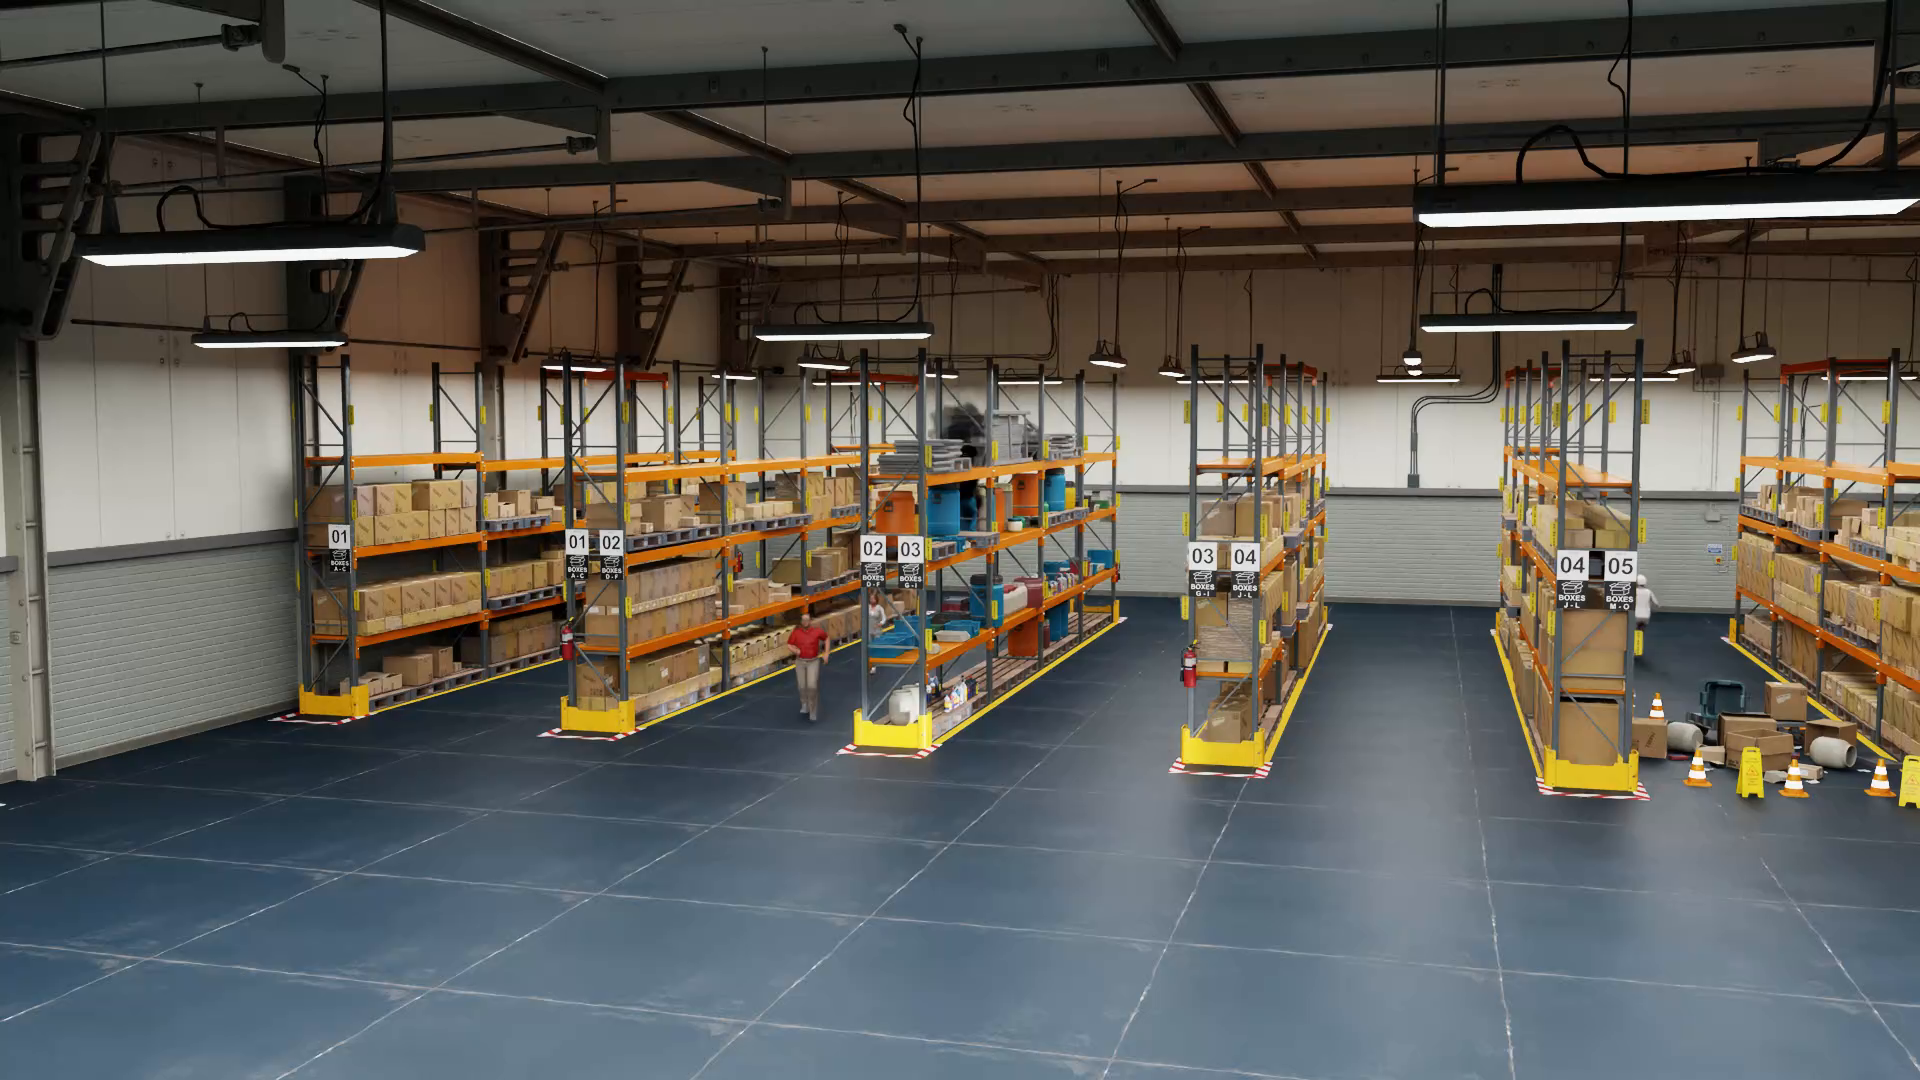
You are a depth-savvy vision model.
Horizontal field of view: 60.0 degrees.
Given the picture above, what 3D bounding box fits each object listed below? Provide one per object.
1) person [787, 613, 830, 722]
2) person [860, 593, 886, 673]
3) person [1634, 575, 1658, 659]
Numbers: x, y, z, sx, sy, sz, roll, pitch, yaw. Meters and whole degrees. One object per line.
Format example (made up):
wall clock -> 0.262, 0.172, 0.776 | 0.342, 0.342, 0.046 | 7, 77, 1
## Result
person -> -2.512, 2.109, 27.421 | 0.683, 1.821, 0.783 | 0, 4, 5
person -> -1.696, 1.810, 32.222 | 0.529, 1.558, 0.534 | 0, 4, 3
person -> 13.895, 1.586, 33.995 | 0.670, 1.753, 0.655 | 0, 4, 6
